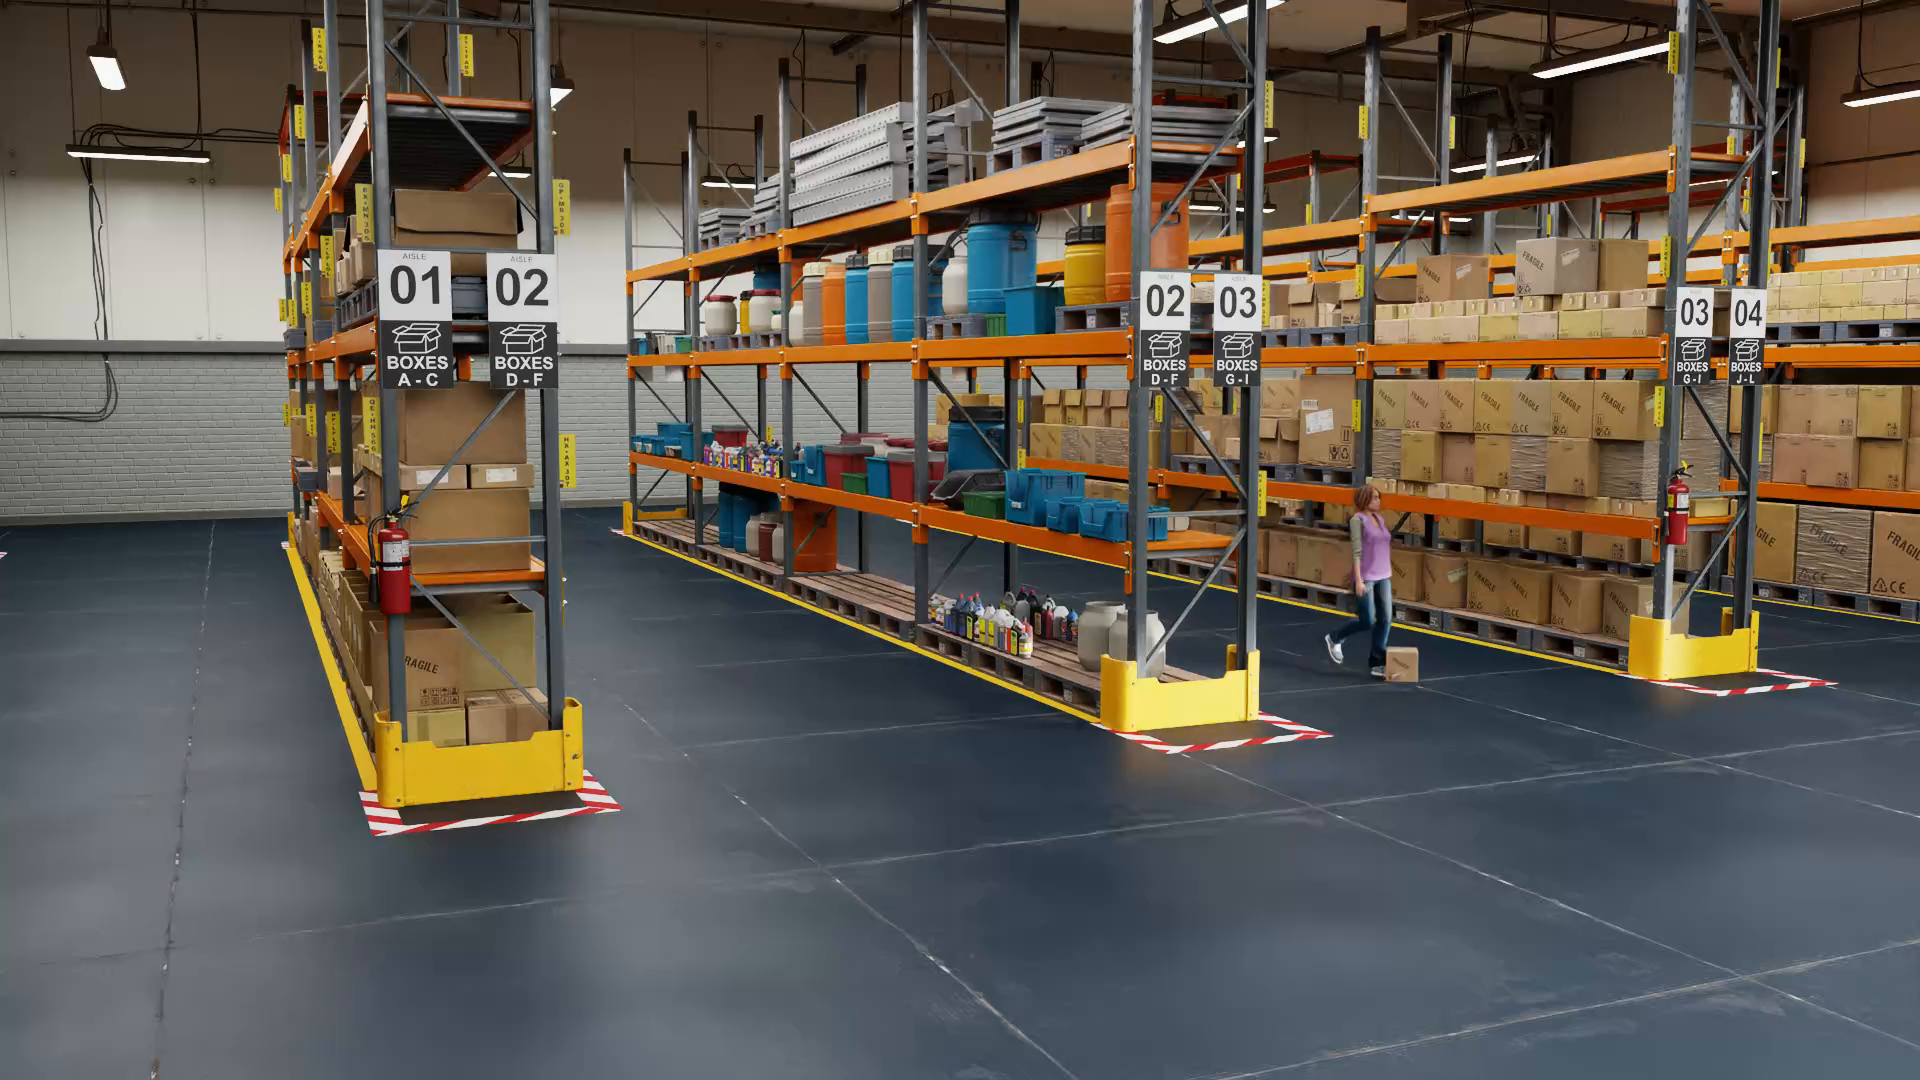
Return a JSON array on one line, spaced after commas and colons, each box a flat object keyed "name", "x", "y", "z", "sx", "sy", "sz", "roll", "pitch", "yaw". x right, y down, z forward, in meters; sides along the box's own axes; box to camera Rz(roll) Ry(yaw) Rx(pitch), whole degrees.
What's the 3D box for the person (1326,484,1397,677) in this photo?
[{"name": "person", "x": 3.347, "y": 0.327, "z": 13.716, "sx": 0.410, "sy": 1.577, "sz": 0.656, "roll": -4, "pitch": 7, "yaw": -35}]
